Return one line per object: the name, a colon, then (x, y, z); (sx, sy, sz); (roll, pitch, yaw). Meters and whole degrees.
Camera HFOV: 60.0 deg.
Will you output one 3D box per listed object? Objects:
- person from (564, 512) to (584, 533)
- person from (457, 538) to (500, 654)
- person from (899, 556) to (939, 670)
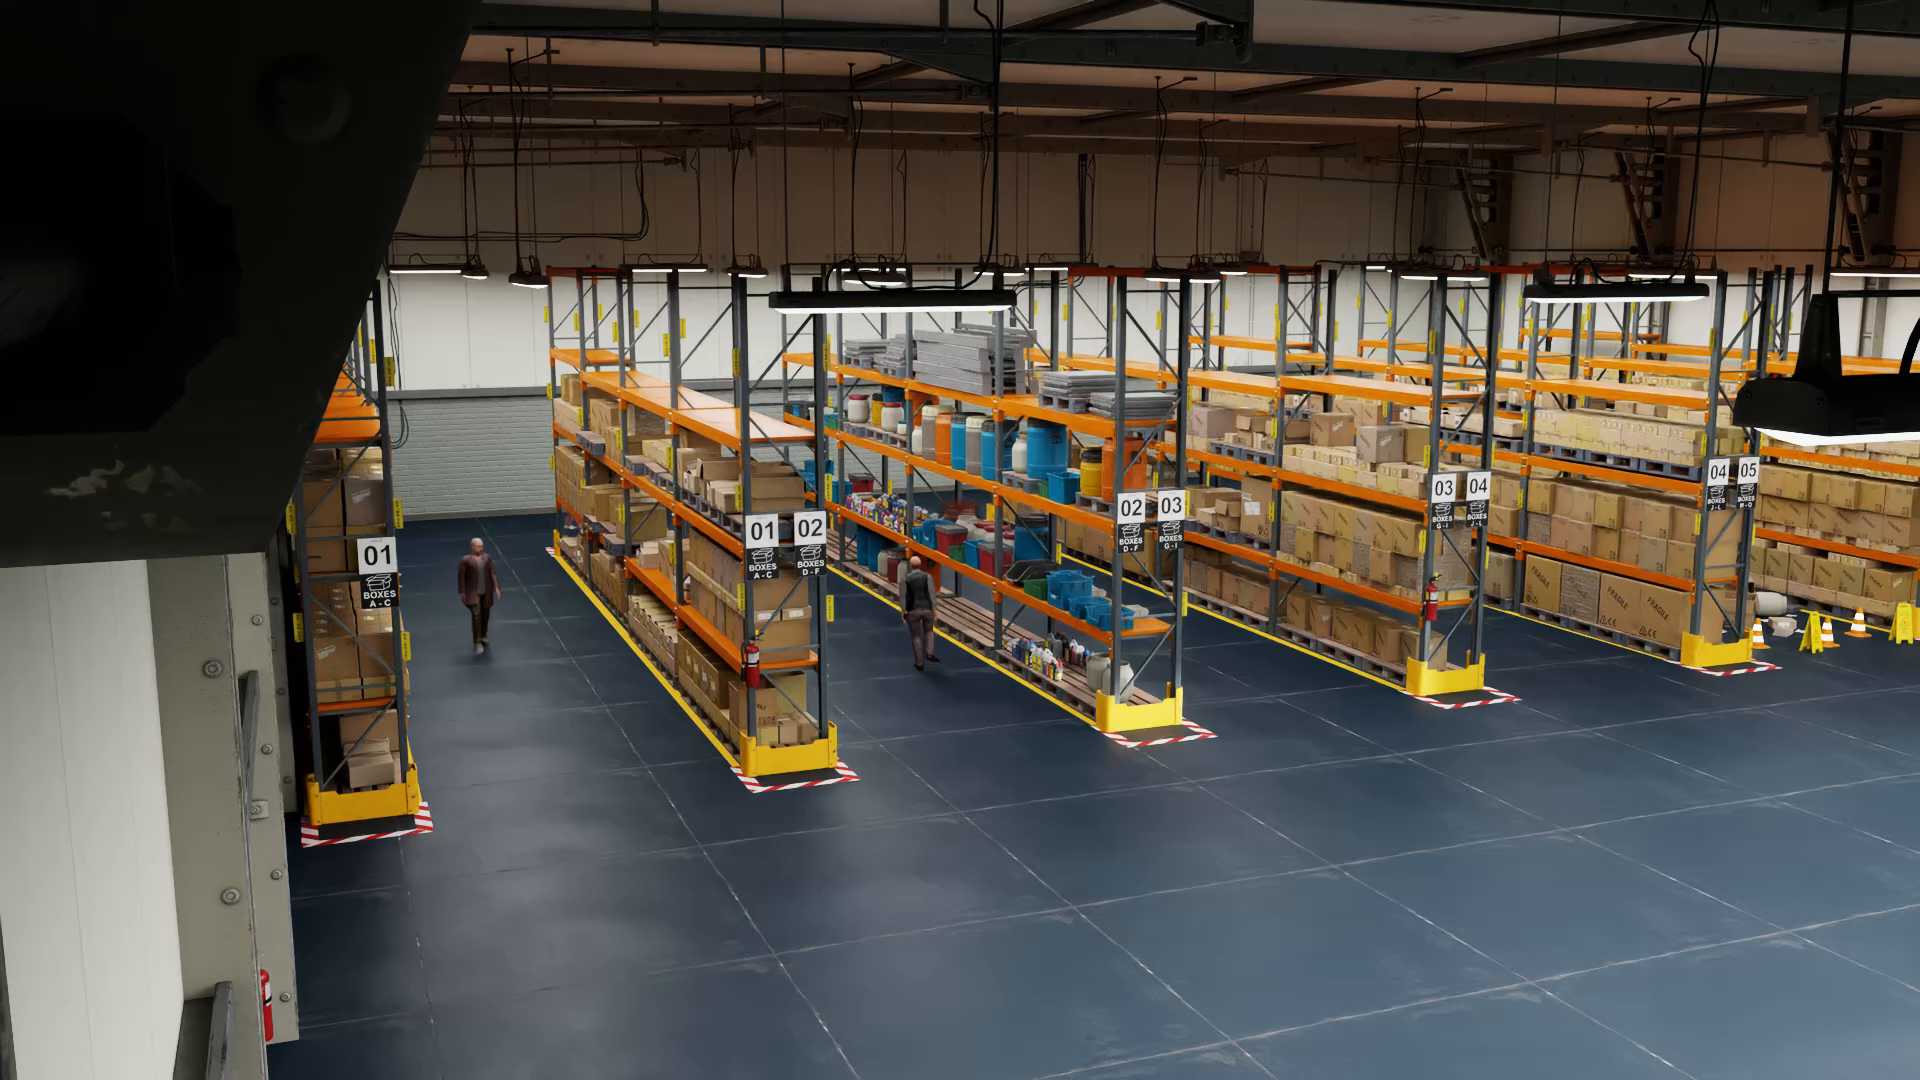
person: (-8.673, -0.989, 37.570); (0.932, 1.660, 0.478); (7, 12, 36)
person: (-7.670, 0.862, 26.635); (0.629, 1.770, 0.872); (-7, 12, -36)
person: (-0.625, 1.108, 25.318); (0.579, 1.710, 0.478); (-2, 10, -13)
